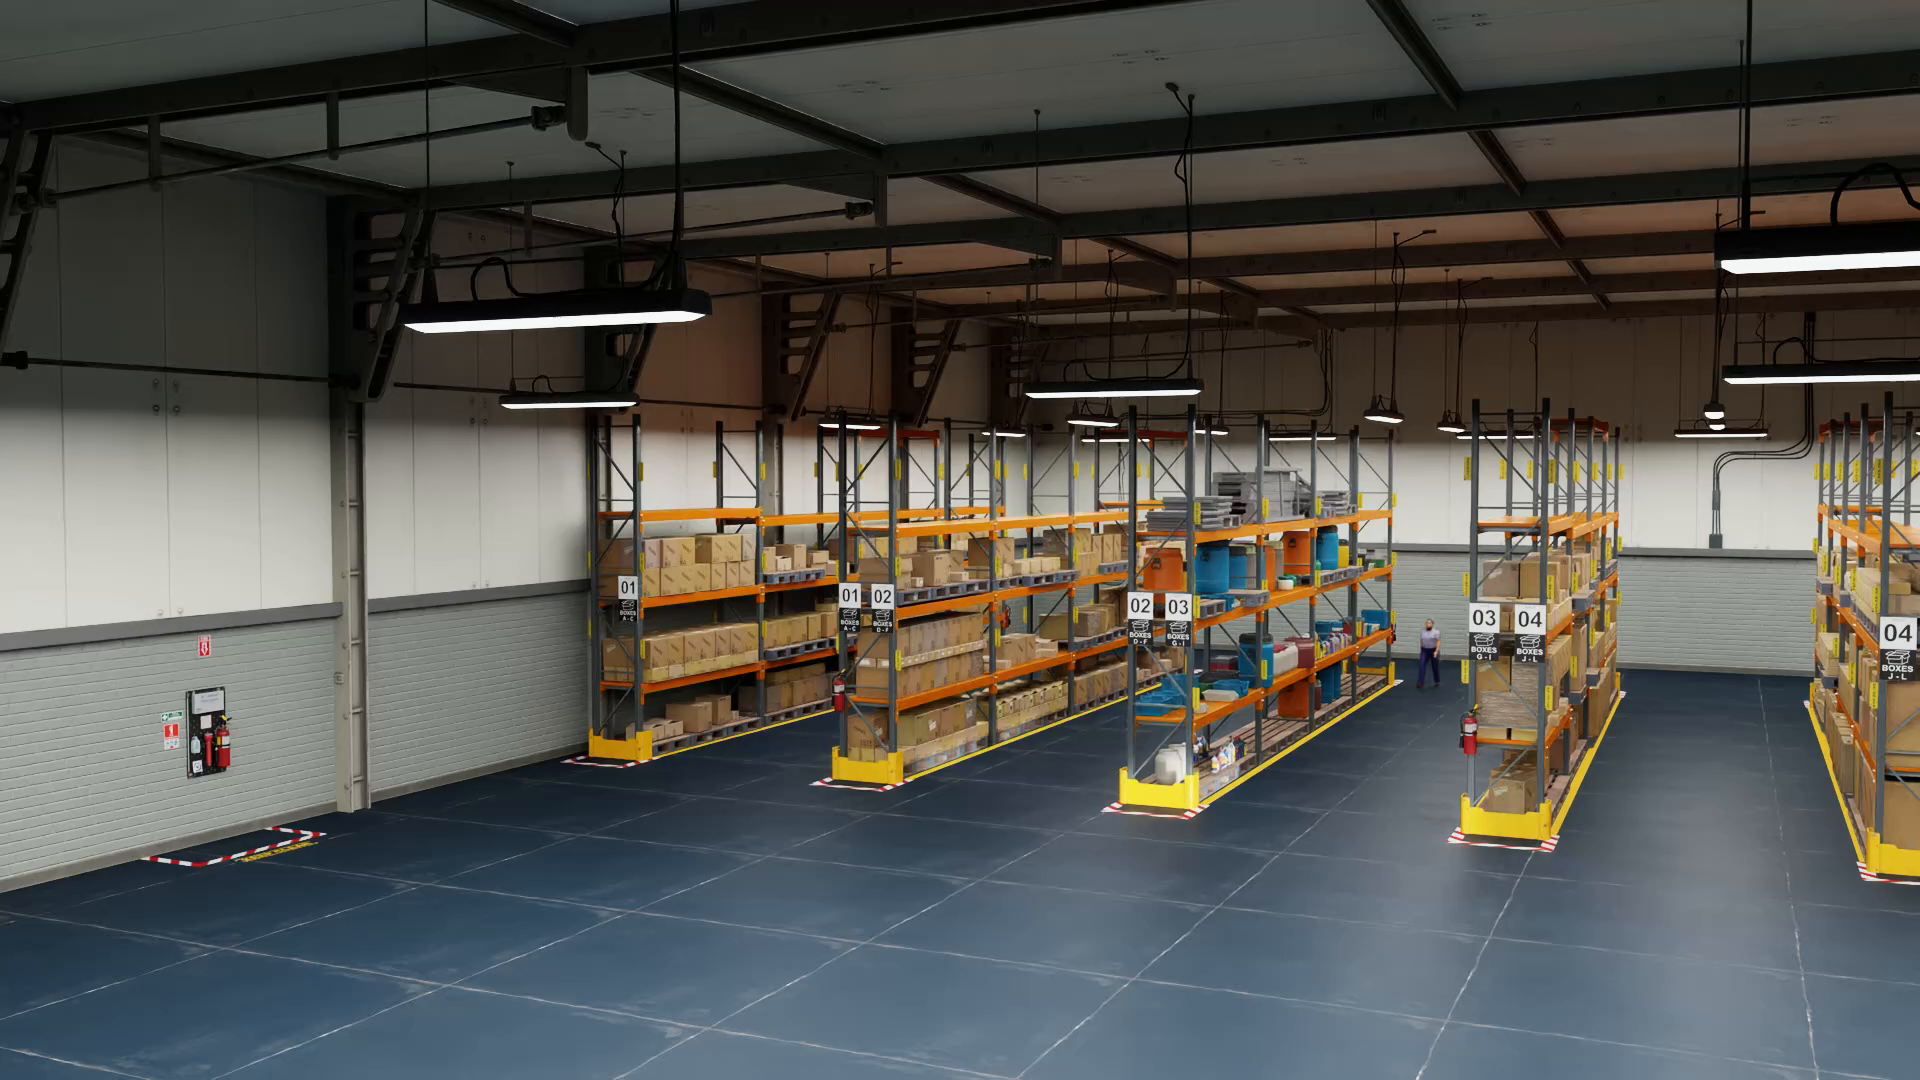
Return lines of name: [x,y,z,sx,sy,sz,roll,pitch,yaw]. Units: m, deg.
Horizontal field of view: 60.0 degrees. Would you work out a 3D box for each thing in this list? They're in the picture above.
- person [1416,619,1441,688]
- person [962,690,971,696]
person: [10.827,2.613,38.328,0.500,1.583,1.018,1,3,32]
person: [0.068,2.648,35.610,0.586,1.763,0.493,2,3,36]
